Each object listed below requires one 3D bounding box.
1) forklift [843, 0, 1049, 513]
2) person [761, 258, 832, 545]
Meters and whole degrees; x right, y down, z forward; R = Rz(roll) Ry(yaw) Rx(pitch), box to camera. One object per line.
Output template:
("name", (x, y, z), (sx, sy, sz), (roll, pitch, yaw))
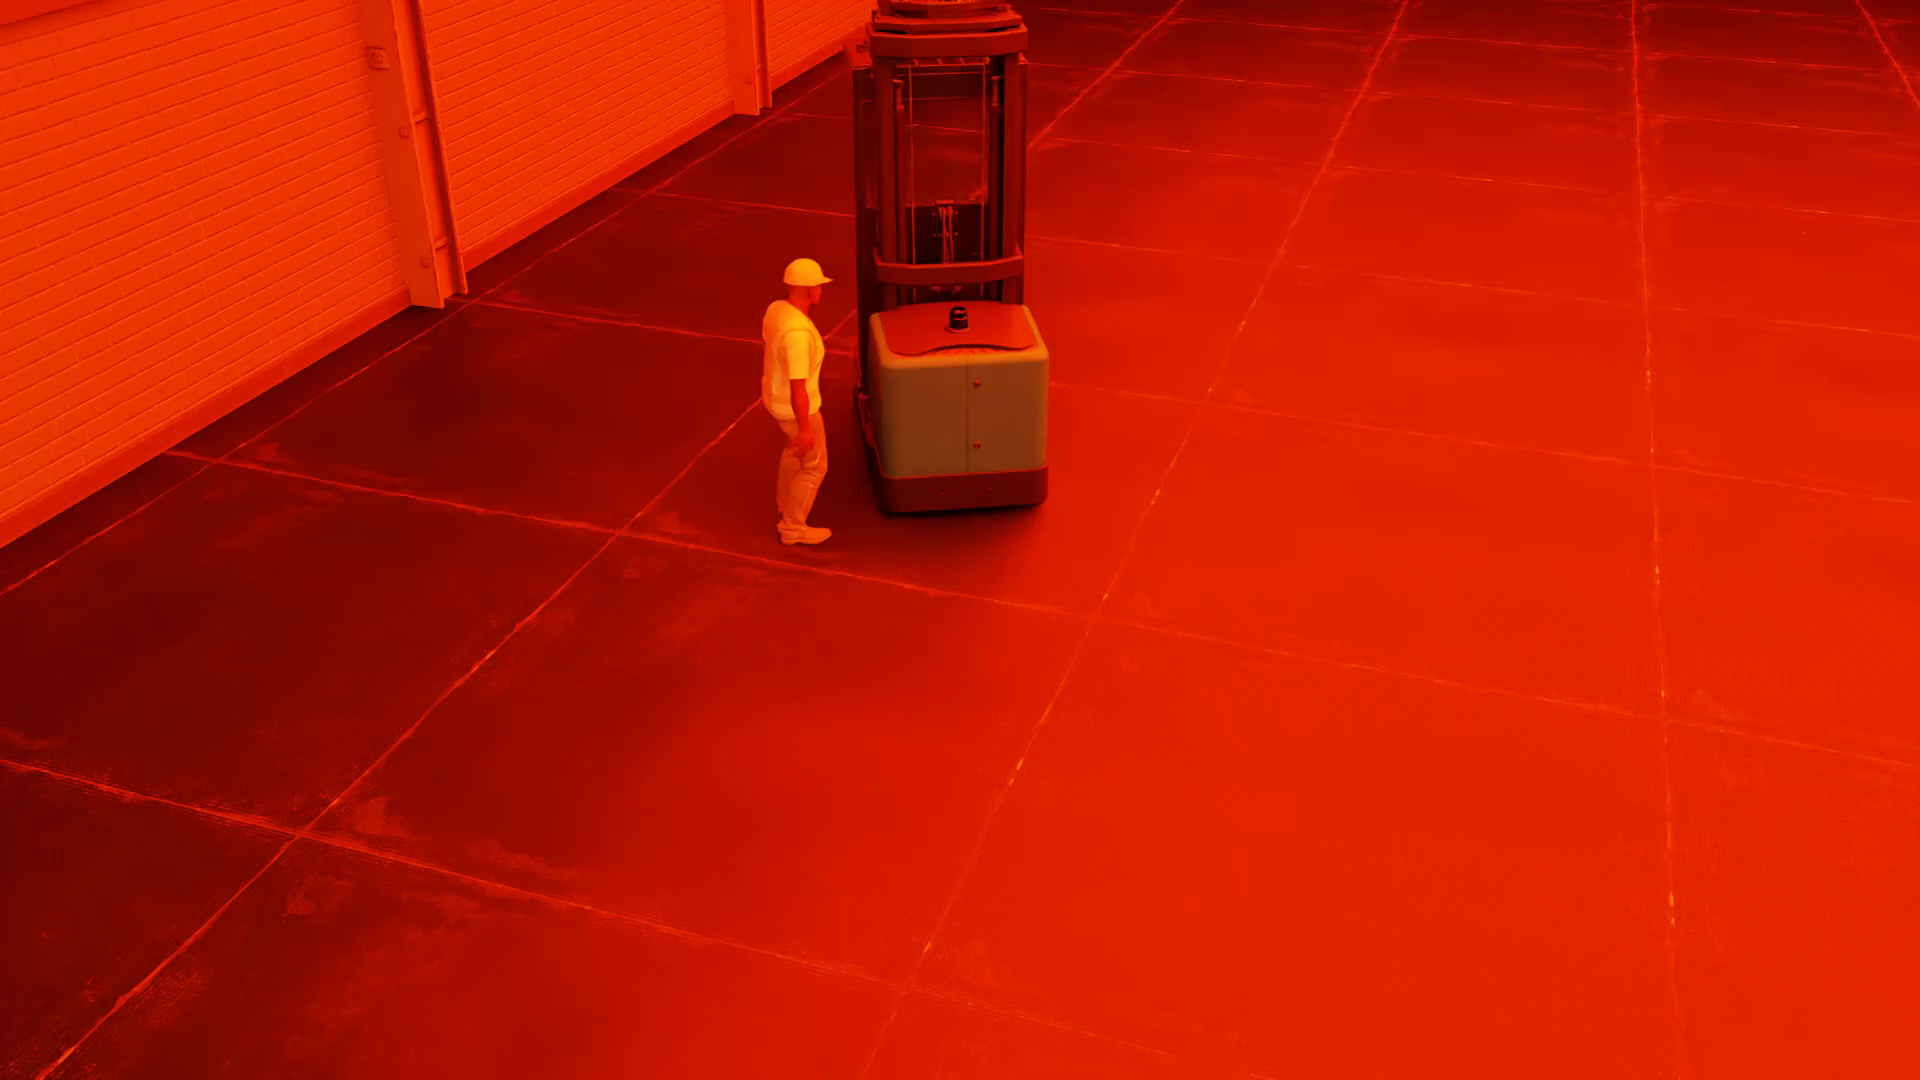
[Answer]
("forklift", (-0.159, -2.150, 10.908), (1.130, 2.935, 3.031), (-4, 30, -7))
("person", (-0.936, -0.822, 9.786), (0.431, 1.735, 0.850), (-11, 32, -19))
